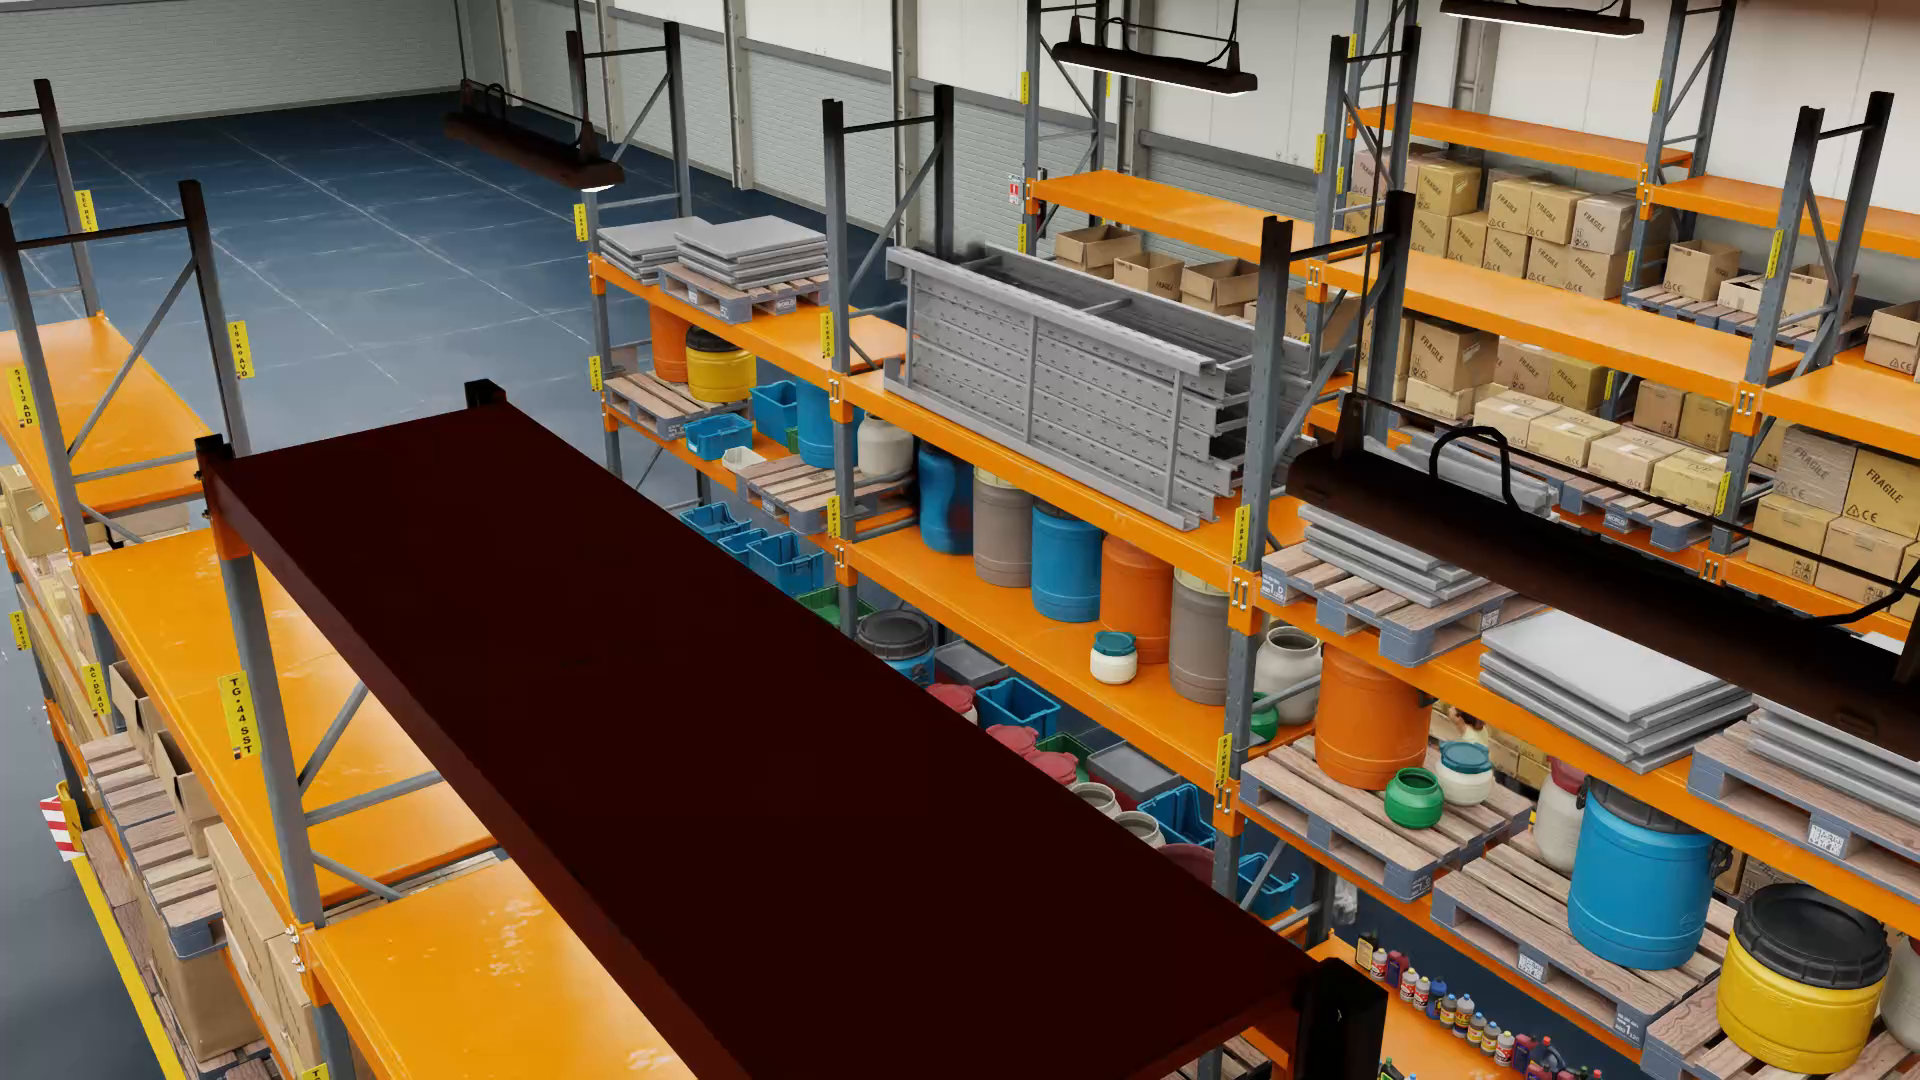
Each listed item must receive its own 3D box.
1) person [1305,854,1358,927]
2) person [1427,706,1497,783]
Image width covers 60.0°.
[{"bbox_3d":[2.765,2.004,12.009,0.679,1.694,0.594,-13,28,-26],"label":"person"},{"bbox_3d":[3.949,1.955,12.862,0.854,1.565,0.585,16,29,31],"label":"person"}]
